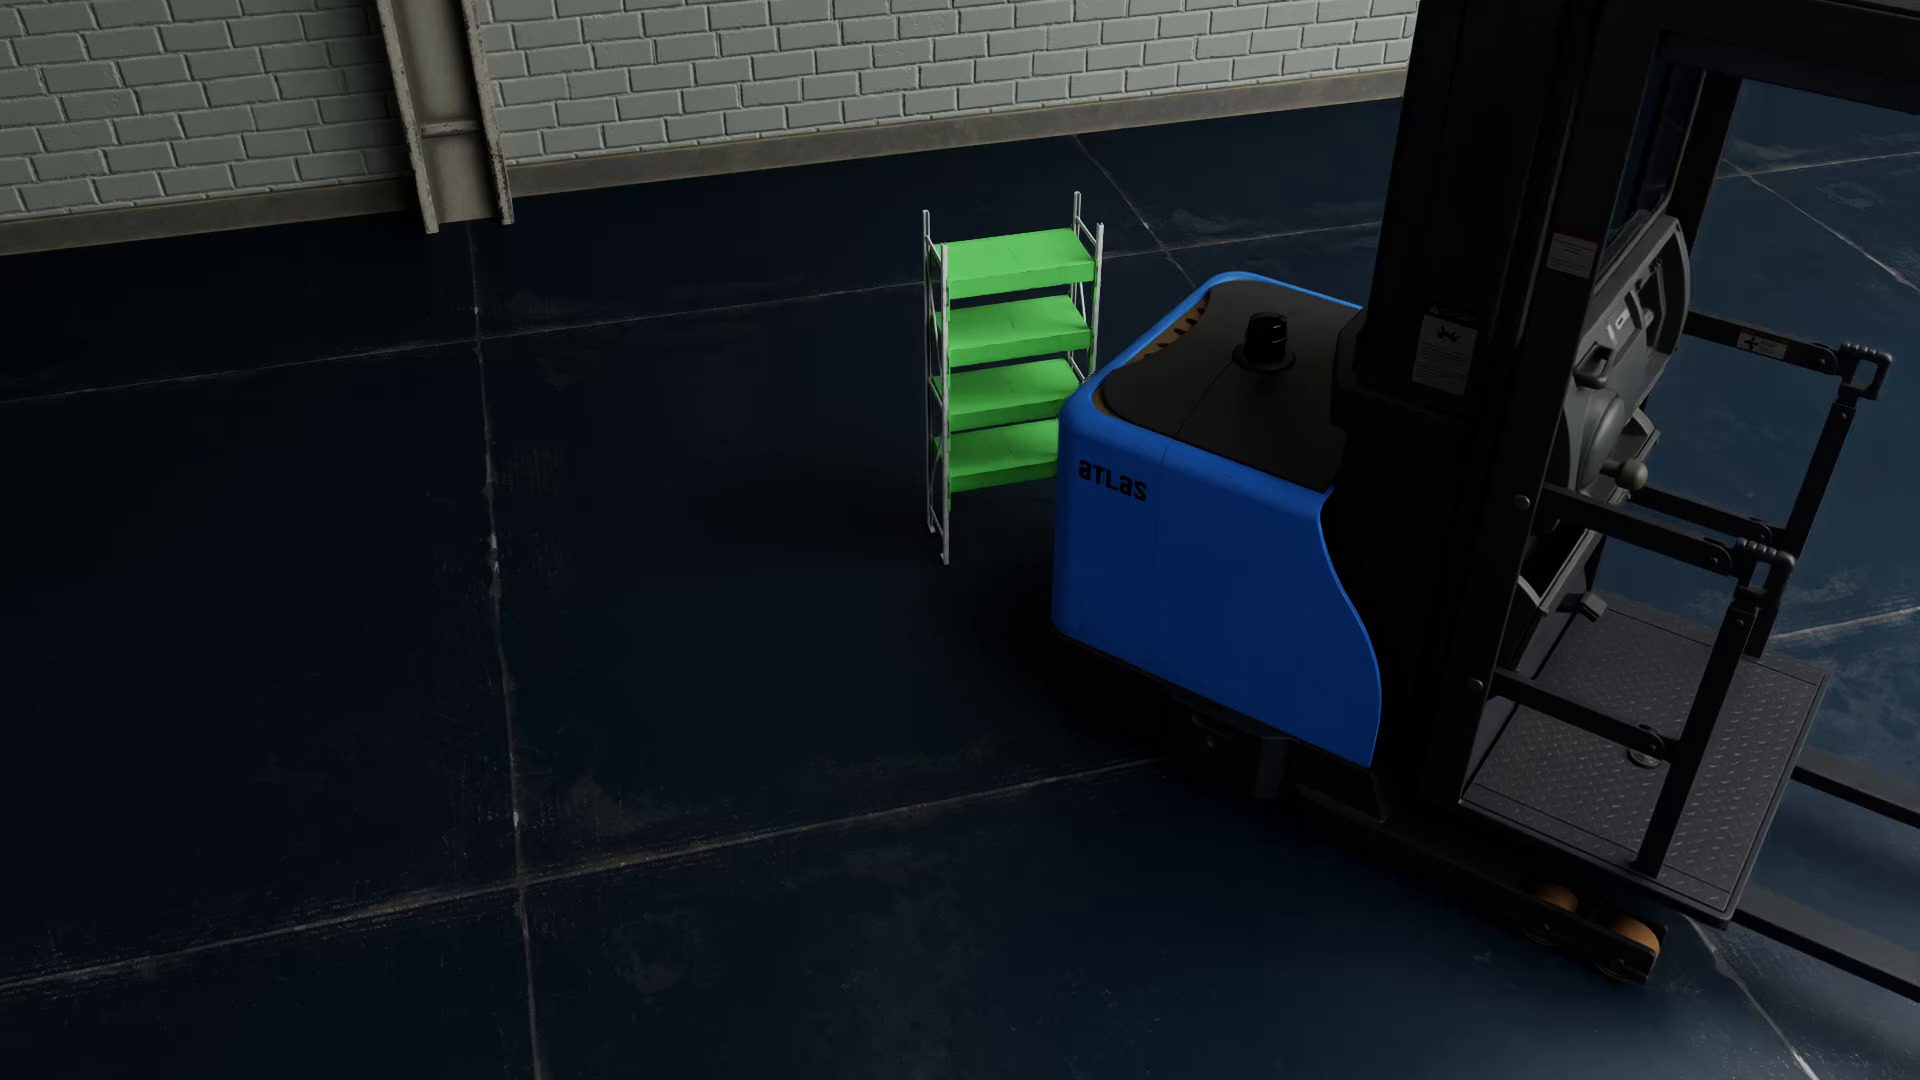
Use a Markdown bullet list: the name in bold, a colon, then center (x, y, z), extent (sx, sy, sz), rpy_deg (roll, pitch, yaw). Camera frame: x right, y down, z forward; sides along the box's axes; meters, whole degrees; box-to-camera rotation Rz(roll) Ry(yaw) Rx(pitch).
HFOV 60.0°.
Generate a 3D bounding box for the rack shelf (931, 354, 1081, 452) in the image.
- **rack shelf**: center (0.160, -0.452, 5.459), extent (0.480, 0.148, 0.258), rpy_deg (-9, 38, -12)

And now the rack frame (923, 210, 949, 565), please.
- **rack frame**: center (-0.076, -0.464, 5.369), extent (0.015, 1.200, 0.240), rpy_deg (-9, 38, -12)

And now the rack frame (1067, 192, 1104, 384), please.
- **rack frame**: center (0.395, -0.541, 5.470), extent (0.015, 1.200, 0.240), rpy_deg (-9, 38, -12)

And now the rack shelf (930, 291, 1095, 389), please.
- **rack shelf**: center (0.160, -0.643, 5.313), extent (0.480, 0.148, 0.258), rpy_deg (-9, 38, -12)

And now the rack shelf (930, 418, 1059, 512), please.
- **rack shelf**: center (0.160, -0.261, 5.604), extent (0.480, 0.148, 0.258), rpy_deg (-9, 38, -12)

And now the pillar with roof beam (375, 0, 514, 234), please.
- **pillar with roof beam**: center (-1.161, -2.566, 1.698), extent (0.400, 9.000, 9.100), rpy_deg (-9, 38, -12)

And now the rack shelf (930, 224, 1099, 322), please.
- **rack shelf**: center (0.160, -0.833, 5.167), extent (0.480, 0.148, 0.258), rpy_deg (-9, 38, -12)

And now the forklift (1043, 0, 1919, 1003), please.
- **forklift**: center (1.754, -0.403, 3.865), extent (3.031, 2.935, 1.130), rpy_deg (23, 43, 27)

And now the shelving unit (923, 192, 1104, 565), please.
- **shelving unit**: center (0.160, -0.503, 5.420), extent (0.503, 1.200, 0.258), rpy_deg (-9, 38, -12)
